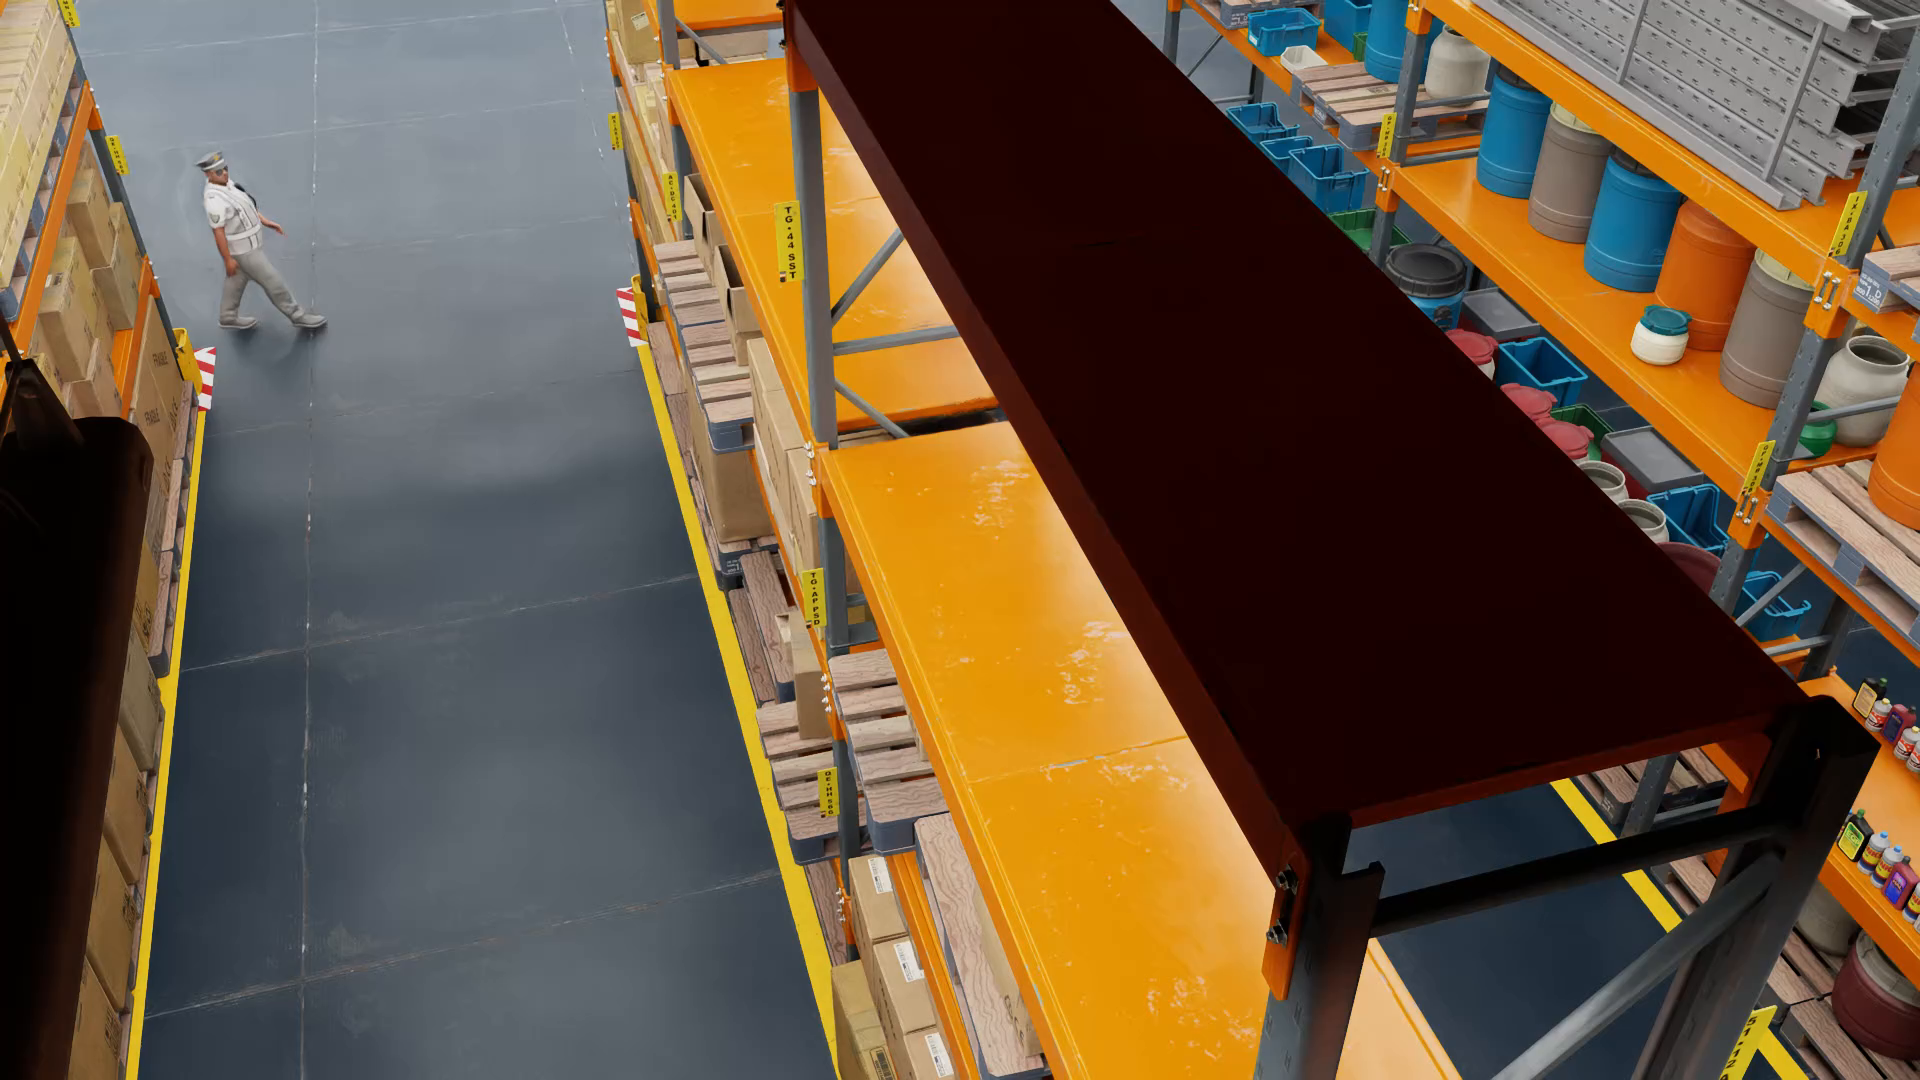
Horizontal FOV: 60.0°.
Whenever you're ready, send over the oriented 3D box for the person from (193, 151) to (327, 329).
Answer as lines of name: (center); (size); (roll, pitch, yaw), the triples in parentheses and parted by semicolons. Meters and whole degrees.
person: (-6.316, -2.668, 14.767); (0.927, 1.724, 0.569); (-14, 40, -16)
